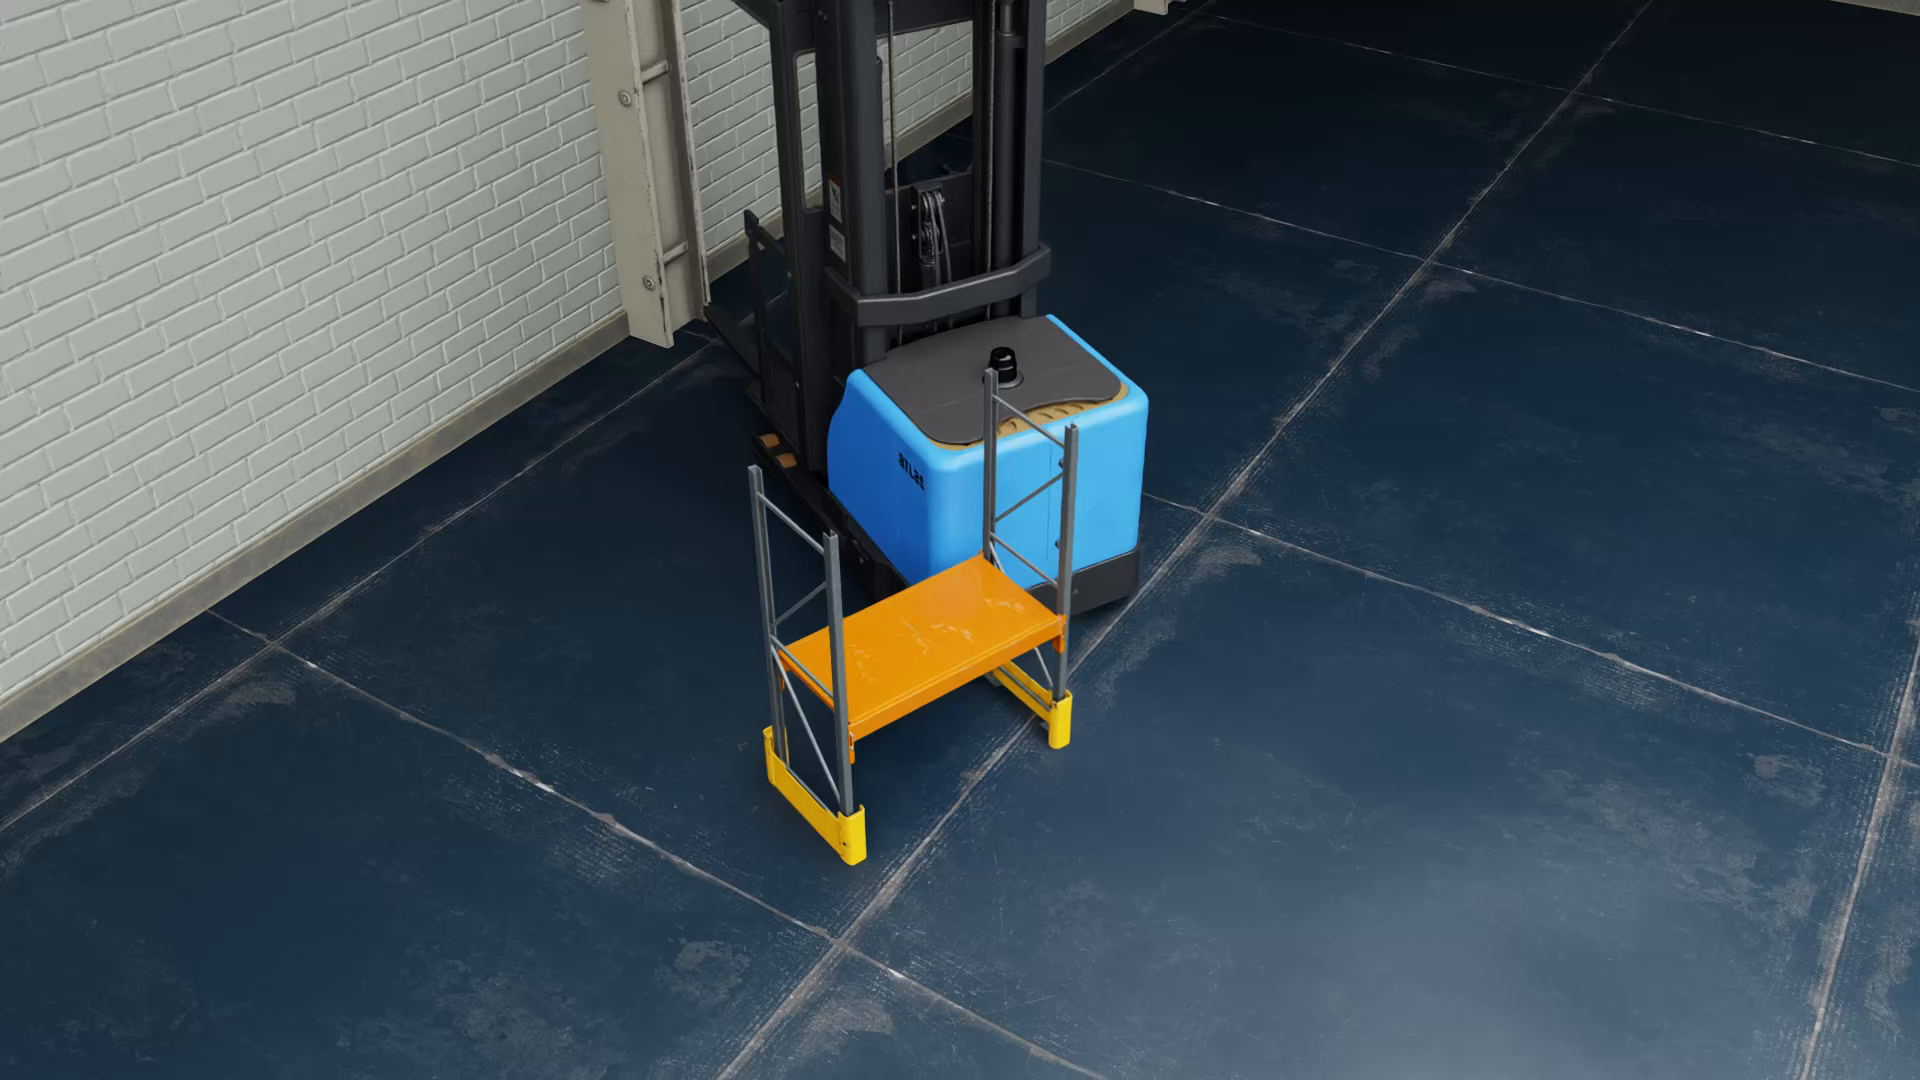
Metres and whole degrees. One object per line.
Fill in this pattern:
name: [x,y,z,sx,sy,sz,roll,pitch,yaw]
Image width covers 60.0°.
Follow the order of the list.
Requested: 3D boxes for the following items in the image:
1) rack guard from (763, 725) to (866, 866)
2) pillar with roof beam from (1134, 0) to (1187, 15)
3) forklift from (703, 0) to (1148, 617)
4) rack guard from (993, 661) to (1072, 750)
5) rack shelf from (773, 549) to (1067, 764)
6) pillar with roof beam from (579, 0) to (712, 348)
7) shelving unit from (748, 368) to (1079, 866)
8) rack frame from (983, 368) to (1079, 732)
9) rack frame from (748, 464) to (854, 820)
rack guard: [-0.552,0.958,6.302,0.087,0.250,0.587,-25,44,-29]
pillar with roof beam: [5.225,-6.450,8.747,9.100,9.000,0.400,21,42,25]
forklift: [-0.368,-1.541,7.348,1.130,2.935,3.031,-19,41,-23]
rack guard: [0.238,0.588,6.782,0.087,0.250,0.587,-25,44,-29]
rack shelf: [-0.150,0.417,6.275,1.000,0.185,0.538,-25,44,-29]
pillar with roof beam: [2.011,-3.357,4.735,9.100,9.000,0.400,21,42,25]
shelving unit: [-0.157,0.278,6.161,1.083,1.500,0.587,-25,44,-29]
rack frame: [0.253,0.086,6.410,0.032,1.500,0.500,-25,44,-29]
rack frame: [-0.553,0.464,5.920,0.032,1.500,0.500,-25,44,-29]
